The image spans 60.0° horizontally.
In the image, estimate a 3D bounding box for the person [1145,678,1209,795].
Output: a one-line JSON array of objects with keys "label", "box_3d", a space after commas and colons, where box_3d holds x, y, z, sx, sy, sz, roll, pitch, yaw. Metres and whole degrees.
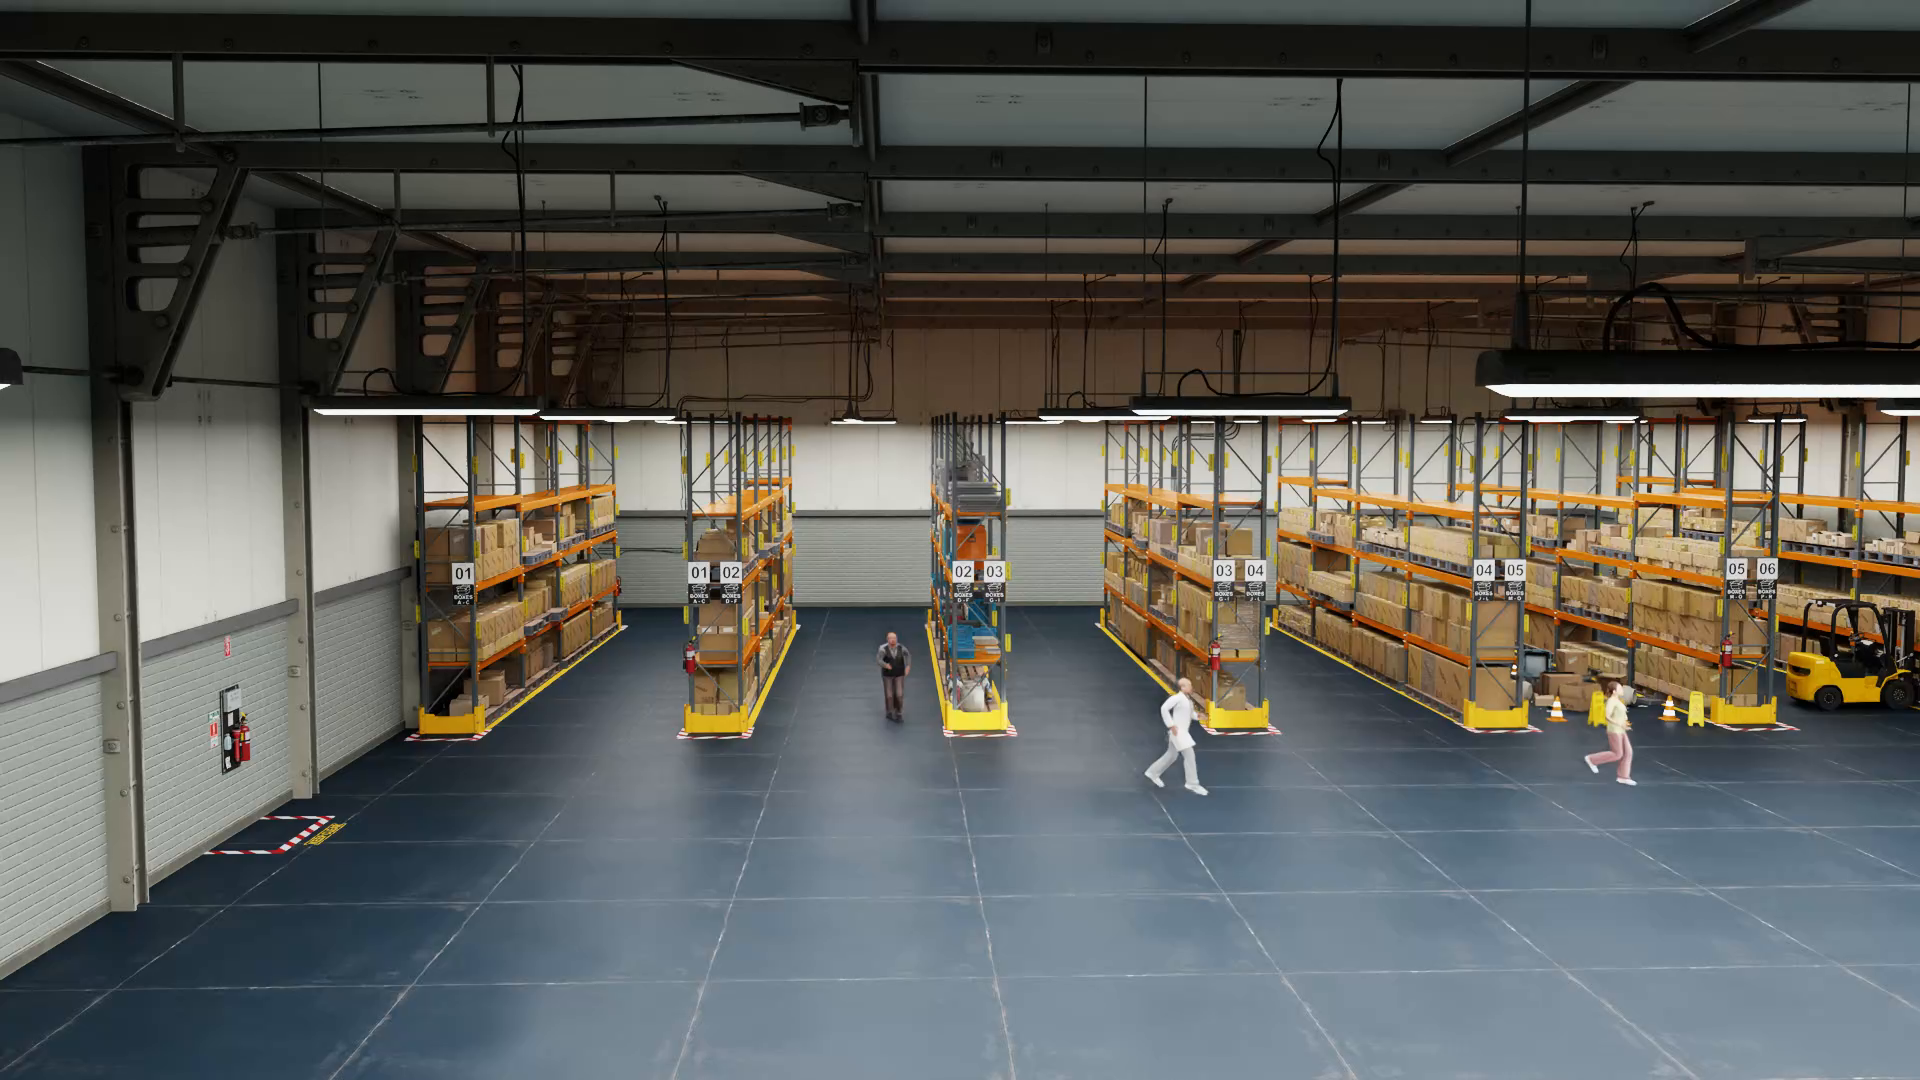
[{"label": "person", "box_3d": [3.402, 3.059, 26.085, 1.014, 1.805, 0.649, 1, 4, 15]}]

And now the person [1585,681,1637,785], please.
[{"label": "person", "box_3d": [10.498, 3.092, 26.755, 0.791, 1.654, 0.579, 2, 5, 32]}]

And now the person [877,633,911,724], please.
[{"label": "person", "box_3d": [-1.275, 2.680, 32.191, 0.673, 1.764, 0.722, 0, 4, -5]}]

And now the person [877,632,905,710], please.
[{"label": "person", "box_3d": [-1.355, 2.651, 33.292, 0.592, 1.596, 0.559, -1, 4, -9]}]
